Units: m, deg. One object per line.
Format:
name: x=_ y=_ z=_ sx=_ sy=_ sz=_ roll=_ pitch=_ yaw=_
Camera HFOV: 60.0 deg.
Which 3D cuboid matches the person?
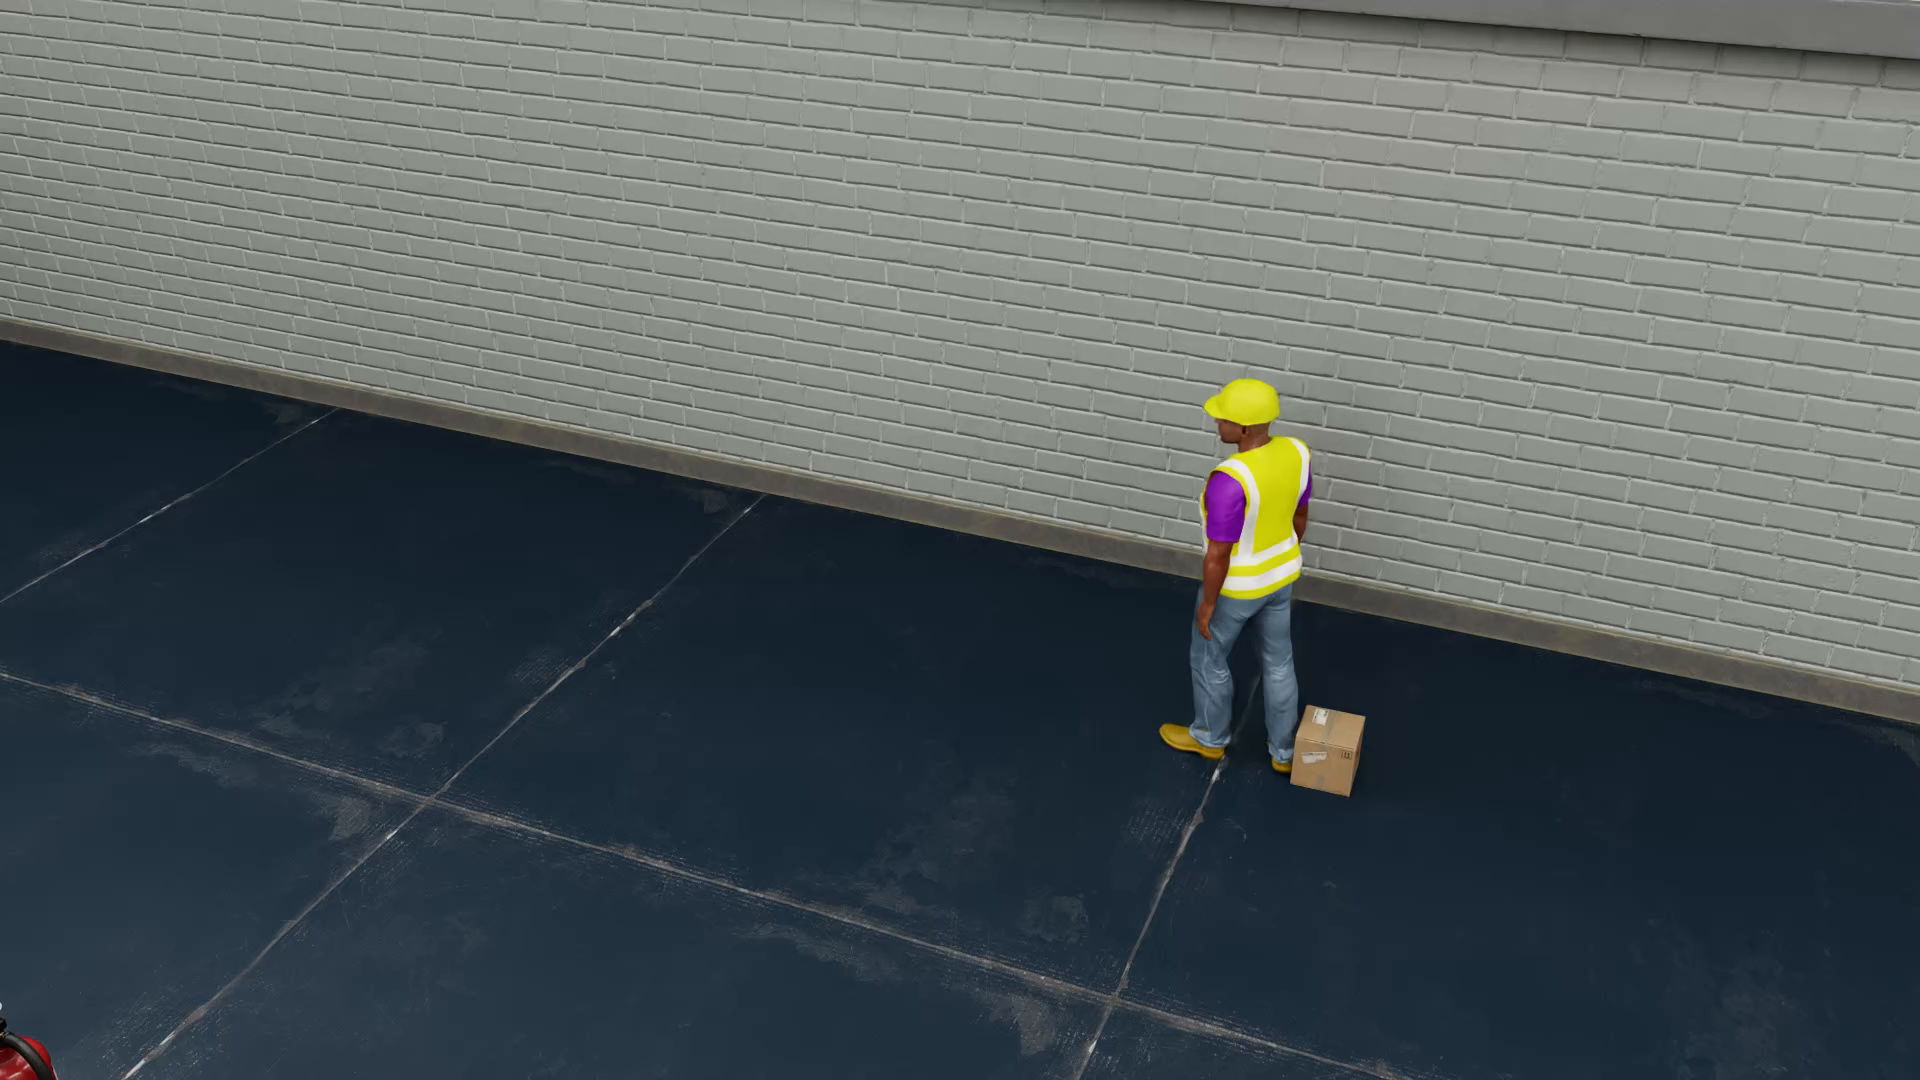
person: x=1.180 y=0.161 z=6.818 sx=0.588 sy=1.766 sz=0.571 roll=-19 pitch=35 yaw=-31
